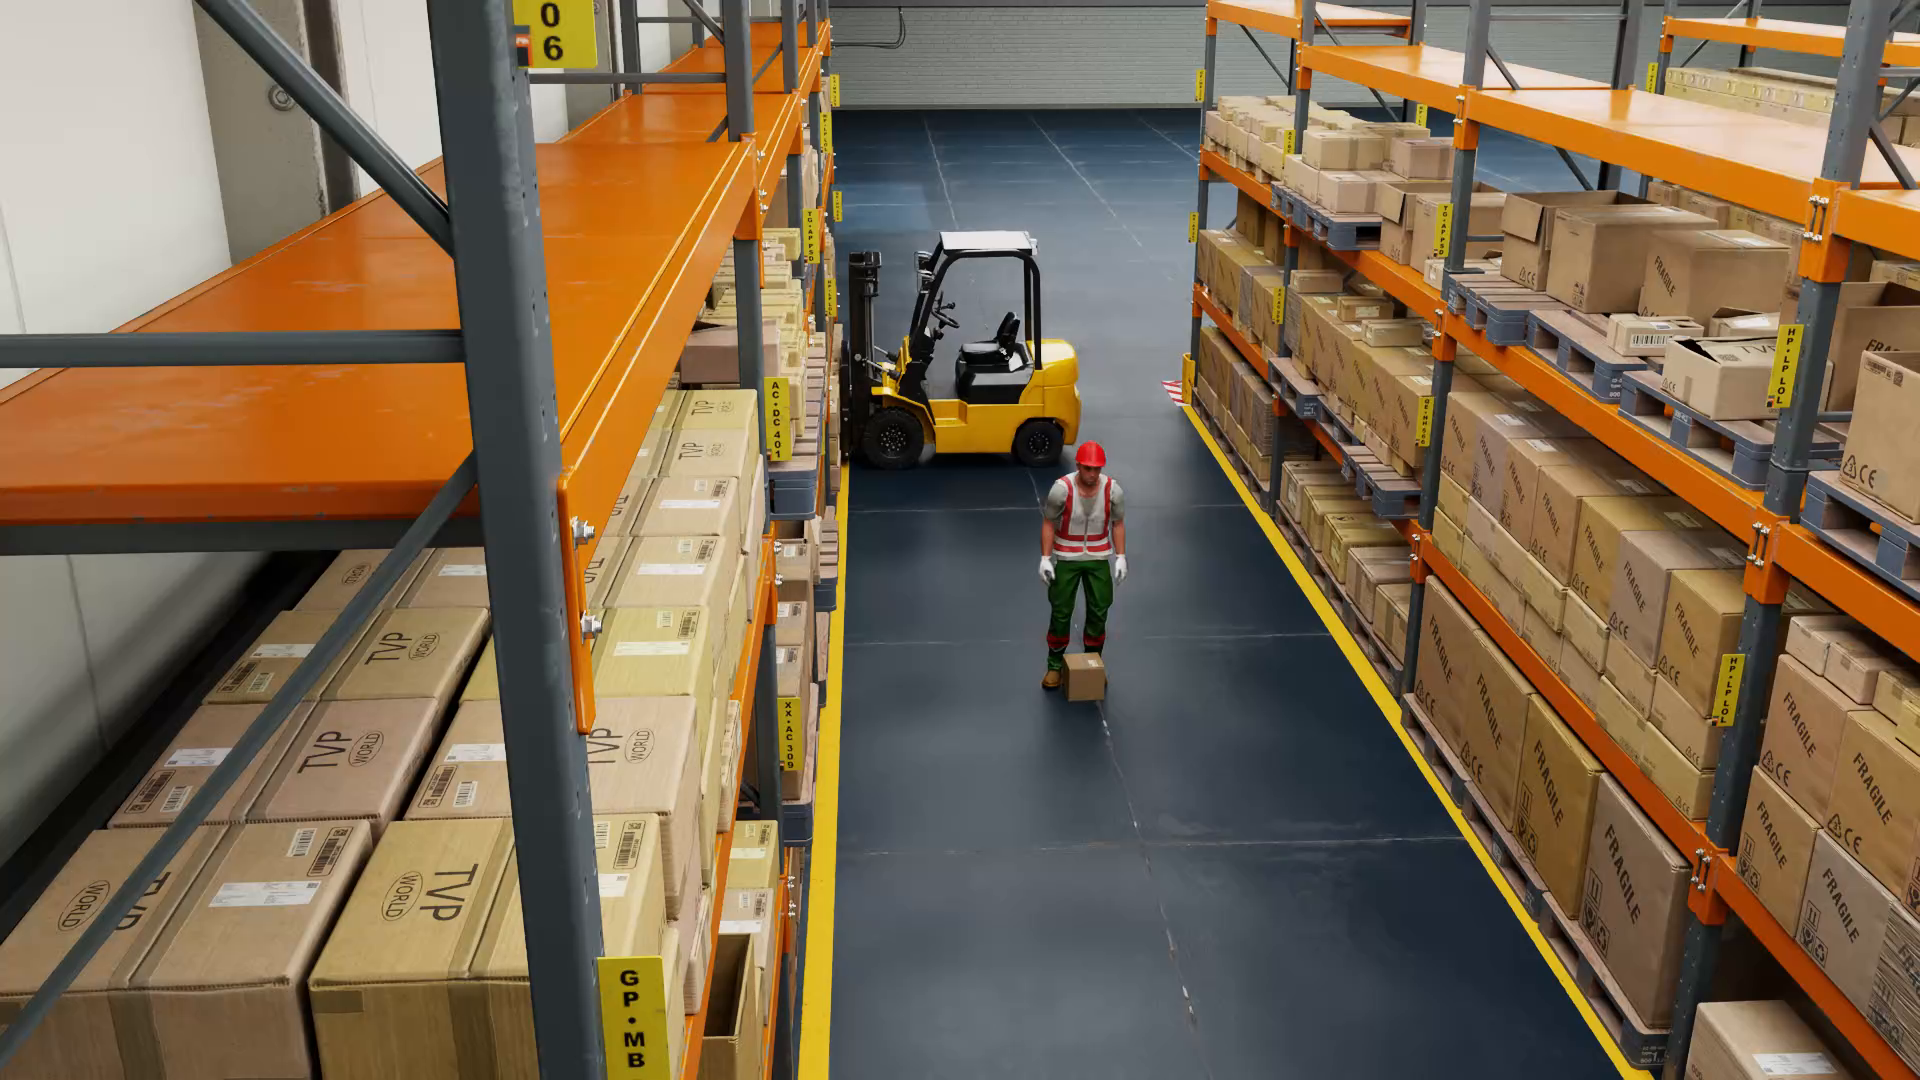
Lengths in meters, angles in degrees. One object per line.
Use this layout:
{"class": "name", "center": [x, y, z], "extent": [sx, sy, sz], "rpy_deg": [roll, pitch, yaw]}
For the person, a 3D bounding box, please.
{"class": "person", "center": [0.851, 0.157, 11.488], "extent": [0.620, 1.779, 0.454], "rpy_deg": [-2, 20, -4]}
